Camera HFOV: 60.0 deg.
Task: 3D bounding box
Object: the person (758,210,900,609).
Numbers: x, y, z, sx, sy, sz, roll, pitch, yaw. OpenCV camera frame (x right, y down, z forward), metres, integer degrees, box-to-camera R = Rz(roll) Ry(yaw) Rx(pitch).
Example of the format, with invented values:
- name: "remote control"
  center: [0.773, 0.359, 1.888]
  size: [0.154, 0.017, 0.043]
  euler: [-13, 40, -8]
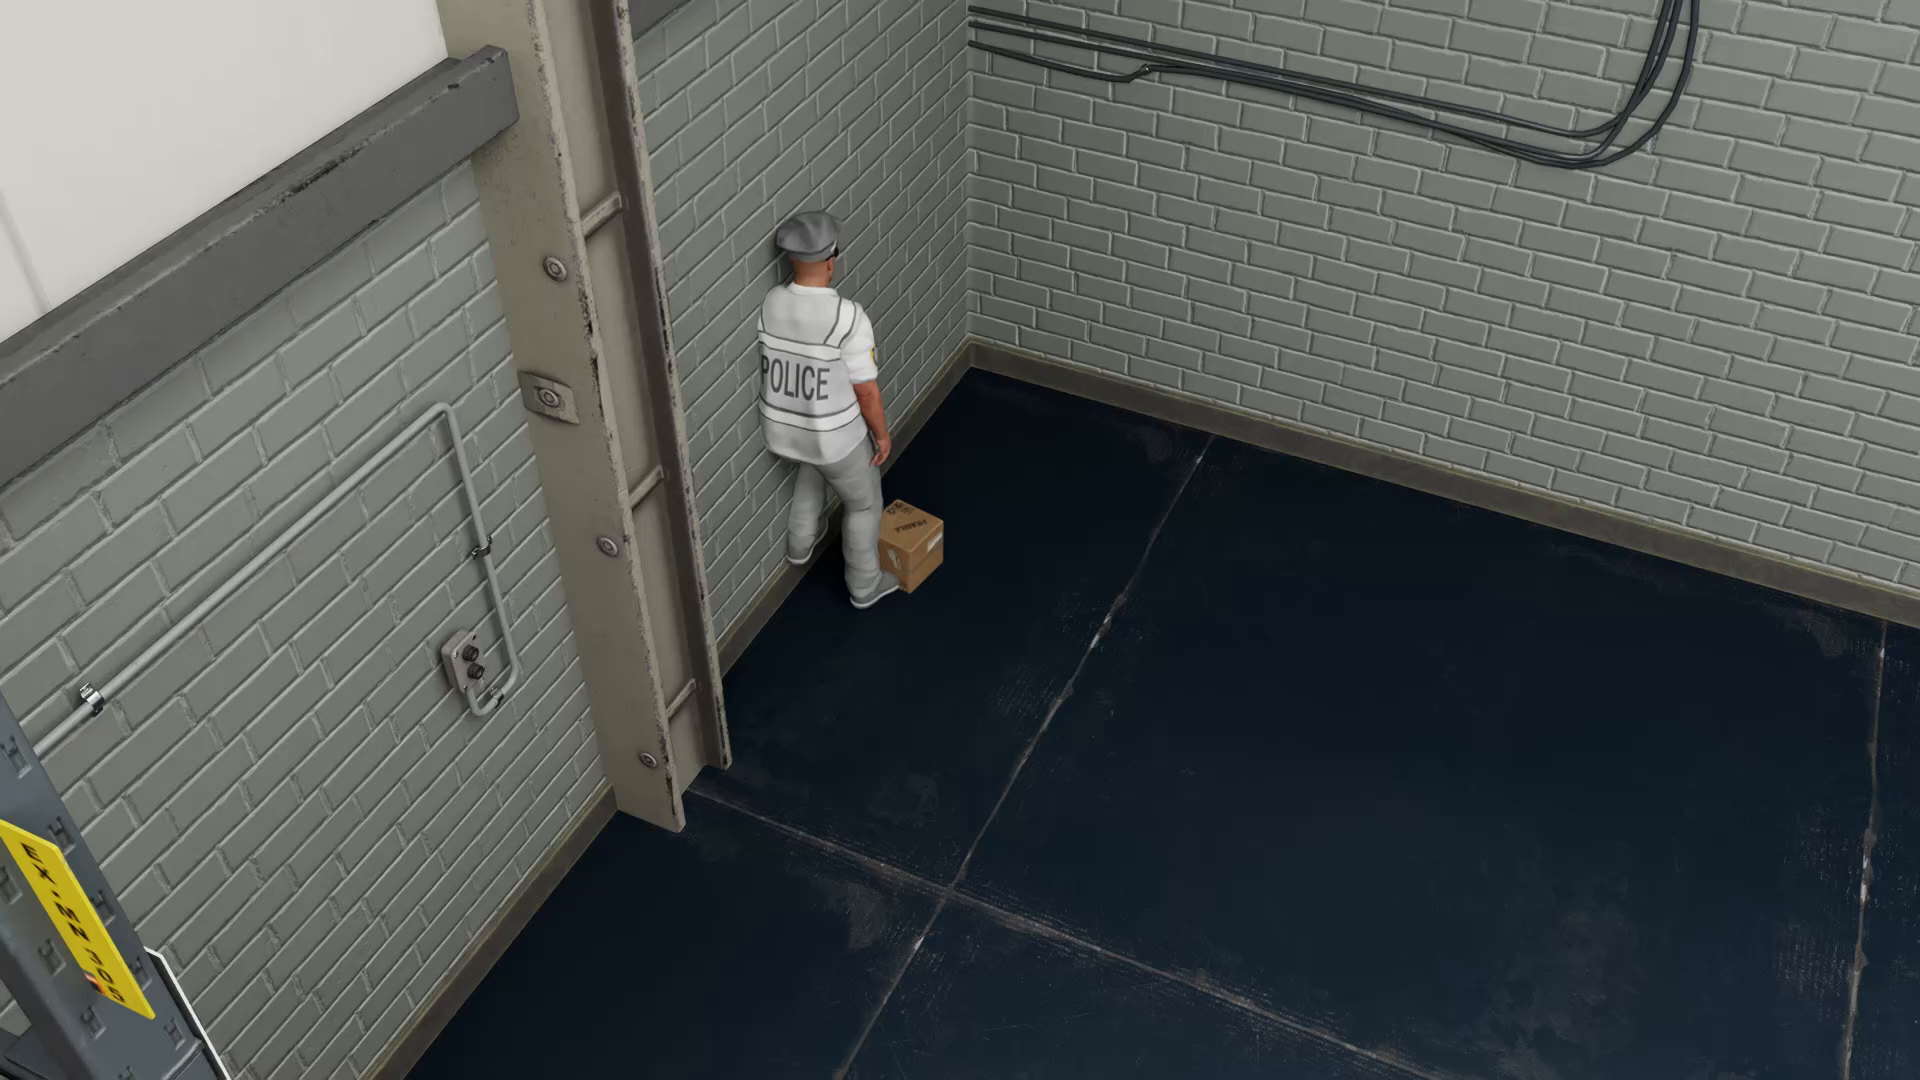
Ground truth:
- name: "person"
  center: [-0.546, -0.484, 6.698]
  size: [0.589, 1.746, 0.524]
  euler: [16, 44, 17]
